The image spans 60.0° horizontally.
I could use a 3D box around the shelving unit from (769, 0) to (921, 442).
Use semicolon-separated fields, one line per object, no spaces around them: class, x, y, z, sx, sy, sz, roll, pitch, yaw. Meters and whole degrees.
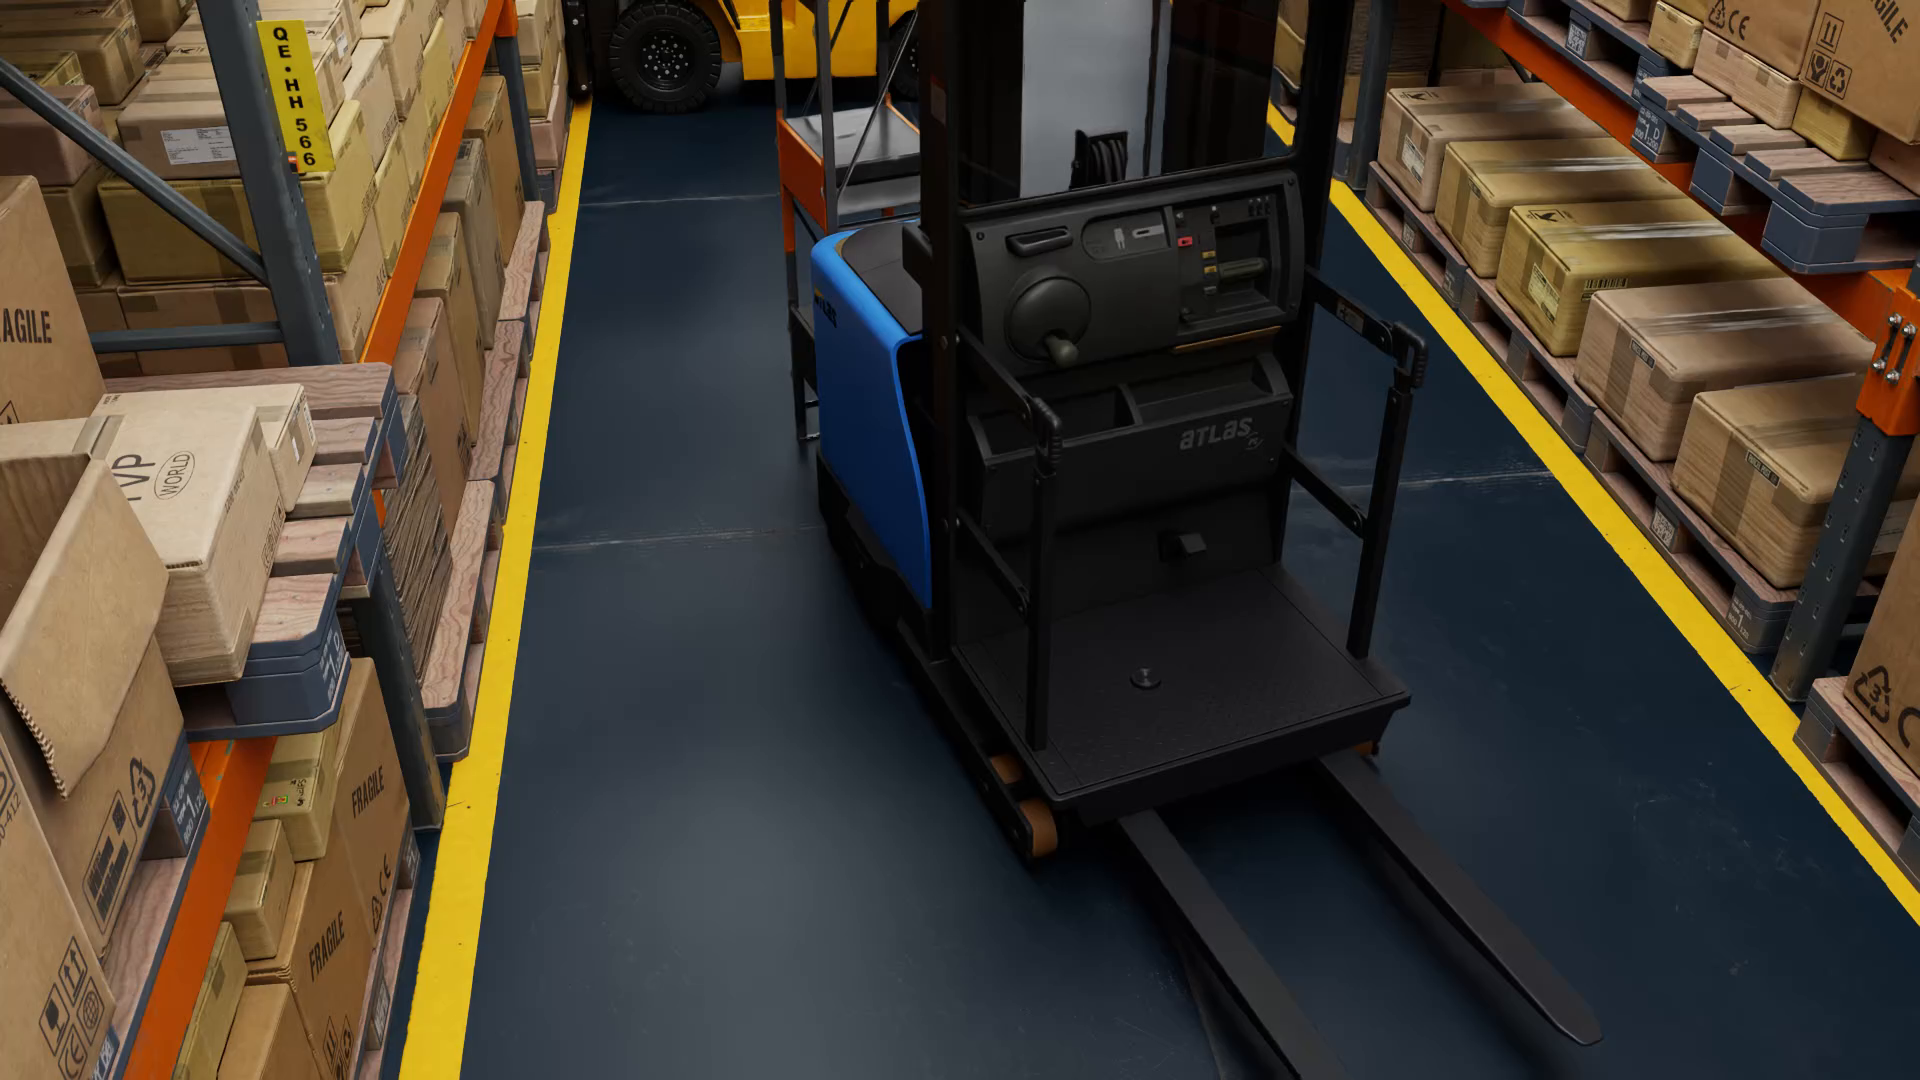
shelving unit;-0.335;-1.161;5.589;0.431;2.100;0.503;-13;36;-19

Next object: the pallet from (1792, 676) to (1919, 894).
pallet;3.019;0.785;4.411;1.003;0.211;1.213;-4;35;-6

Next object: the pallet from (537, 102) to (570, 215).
pallet;-2.534;-1.962;8.441;1.003;0.211;1.213;-4;35;-6

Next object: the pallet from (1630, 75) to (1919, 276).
pallet;2.786;-1.123;4.905;1.213;0.211;1.003;-4;35;-6

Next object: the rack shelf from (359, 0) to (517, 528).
rack shelf;-2.199;-1.254;5.565;1.077;0.370;4.000;-4;35;-6

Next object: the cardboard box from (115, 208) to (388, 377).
cardboard box;-1.748;-0.639;4.157;0.500;0.250;0.500;-4;35;-6

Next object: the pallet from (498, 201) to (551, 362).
pallet;-2.330;-1.107;7.186;1.003;0.211;1.213;-4;35;-6

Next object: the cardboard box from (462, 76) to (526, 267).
cardboard box;-2.387;-1.569;7.124;0.875;0.625;0.625;-3;34;-4

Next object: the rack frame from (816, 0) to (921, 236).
rack frame;-0.241;-1.034;5.403;0.400;2.100;0.015;-13;36;-19

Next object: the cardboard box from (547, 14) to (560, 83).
cardboard box;-2.297;-2.485;8.358;0.500;0.250;0.500;-5;35;-7

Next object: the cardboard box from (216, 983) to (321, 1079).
cardboard box;-1.530;1.216;3.149;0.500;0.500;0.500;-3;34;-4

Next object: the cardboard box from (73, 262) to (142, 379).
cardboard box;-2.244;-0.604;4.106;0.500;0.250;0.500;-5;35;-7

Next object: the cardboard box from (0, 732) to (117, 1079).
cardboard box;-1.411;0.569;1.790;0.700;0.500;0.500;-5;35;-7

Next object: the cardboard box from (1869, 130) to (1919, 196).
cardboard box;2.711;-1.048;4.474;0.380;0.149;0.250;-3;34;-5

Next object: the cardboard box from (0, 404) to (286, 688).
cardboard box;-1.468;0.018;2.821;0.500;0.250;0.500;-6;35;-9

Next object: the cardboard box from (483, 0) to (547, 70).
cardboard box;-2.222;-2.411;7.805;0.500;0.250;0.500;-5;35;-7

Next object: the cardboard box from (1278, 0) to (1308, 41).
cardboard box;2.034;-2.986;8.870;0.500;0.500;0.500;-4;34;-6

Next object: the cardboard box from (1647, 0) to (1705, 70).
cardboard box;2.448;-1.623;5.318;0.380;0.149;0.250;-4;34;-6

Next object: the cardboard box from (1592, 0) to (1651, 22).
cardboard box;2.424;-1.906;5.734;0.380;0.149;0.250;-5;35;-8

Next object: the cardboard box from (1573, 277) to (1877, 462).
cardboard box;2.815;-0.628;5.968;0.950;0.372;0.625;-5;35;-7

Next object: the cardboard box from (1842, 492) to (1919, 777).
cardboard box;2.998;0.283;4.185;0.875;0.875;0.875;-5;35;-7

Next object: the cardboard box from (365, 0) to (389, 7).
cardboard box;-1.865;-1.664;4.863;0.380;0.149;0.250;-4;34;-5

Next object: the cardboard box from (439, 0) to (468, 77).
cardboard box;-2.032;-1.784;5.838;0.500;0.250;0.500;-4;34;-6

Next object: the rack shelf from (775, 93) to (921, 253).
rack shelf;-0.335;-1.149;5.596;0.431;0.518;0.480;-13;36;-19

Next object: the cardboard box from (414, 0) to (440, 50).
cardboard box;-1.960;-1.702;5.273;0.500;0.250;0.500;-4;34;-6

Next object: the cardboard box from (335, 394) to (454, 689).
cardboard box;-2.001;0.024;4.787;0.875;0.625;0.625;-3;34;-5

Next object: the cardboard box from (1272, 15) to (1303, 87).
cardboard box;2.022;-2.688;9.100;0.500;0.250;0.500;-5;35;-8

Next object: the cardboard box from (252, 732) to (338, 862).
cardboard box;-1.545;0.563;3.531;0.380;0.149;0.250;-6;35;-9

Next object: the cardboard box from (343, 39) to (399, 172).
cardboard box;-1.814;-1.125;4.427;0.500;0.250;0.500;-3;34;-5

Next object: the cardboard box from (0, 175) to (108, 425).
cardboard box;-2.016;-0.351;3.139;0.500;0.500;0.500;-3;34;-4

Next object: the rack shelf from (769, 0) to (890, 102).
rack shelf;-0.335;-1.728;5.202;0.431;0.518;0.480;-13;36;-19

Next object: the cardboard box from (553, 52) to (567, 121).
cardboard box;-2.289;-2.282;8.503;0.500;0.250;0.500;-5;35;-7

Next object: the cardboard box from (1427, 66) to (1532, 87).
cardboard box;2.638;-2.432;8.724;0.500;0.250;0.500;-6;35;-9

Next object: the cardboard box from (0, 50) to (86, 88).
cardboard box;-2.320;-1.048;3.960;0.380;0.149;0.250;-4;34;-5

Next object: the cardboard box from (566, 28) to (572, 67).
cardboard box;-2.422;-2.852;9.340;0.500;0.250;0.500;-3;34;-5

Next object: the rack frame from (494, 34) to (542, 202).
rack frame;-2.468;-2.667;7.000;1.000;3.000;0.127;-4;35;-6

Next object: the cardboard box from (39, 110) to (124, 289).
cardboard box;-2.266;-0.809;3.963;0.500;0.250;0.500;-4;34;-5

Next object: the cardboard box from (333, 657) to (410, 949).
cardboard box;-1.660;0.644;3.988;0.500;0.500;0.500;-3;34;-5

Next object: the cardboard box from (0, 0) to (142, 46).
cardboard box;-2.397;-1.329;4.372;0.380;0.149;0.250;-5;35;-7

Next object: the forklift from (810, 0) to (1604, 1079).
forklift;0.549;-0.626;4.066;1.130;2.935;3.031;-13;36;-19

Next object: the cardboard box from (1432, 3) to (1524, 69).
cardboard box;2.638;-2.742;8.513;0.500;0.500;0.500;-3;34;-4

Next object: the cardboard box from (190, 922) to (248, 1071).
cardboard box;-1.563;0.864;3.089;0.380;0.149;0.250;-3;34;-5

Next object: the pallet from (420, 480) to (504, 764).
pallet;-2.002;0.255;5.188;1.003;0.211;1.213;-4;35;-6

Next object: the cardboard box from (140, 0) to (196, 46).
cardboard box;-2.401;-1.374;4.792;0.500;0.250;0.500;-5;35;-7

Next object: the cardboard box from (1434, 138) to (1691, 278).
cardboard box;2.623;-1.439;7.159;0.950;0.372;0.625;-2;34;-3

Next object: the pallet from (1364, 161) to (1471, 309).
pallet;2.556;-1.458;7.703;1.003;0.211;1.213;-4;35;-6

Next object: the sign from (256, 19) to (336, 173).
sign;-1.394;-0.927;3.489;0.100;0.325;0.005;-4;35;-6

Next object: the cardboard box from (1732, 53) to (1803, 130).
cardboard box;2.525;-1.329;4.887;0.380;0.149;0.250;-5;35;-7

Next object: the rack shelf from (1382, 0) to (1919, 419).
rack shelf;2.719;-1.632;6.120;1.077;0.370;4.000;-4;35;-6

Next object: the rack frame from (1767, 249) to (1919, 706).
rack frame;2.988;-0.813;4.279;1.000;3.000;0.127;-4;35;-6

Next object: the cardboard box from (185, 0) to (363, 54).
cardboard box;-1.826;-1.380;4.446;0.380;0.149;0.250;-4;34;-6

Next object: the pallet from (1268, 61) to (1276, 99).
pallet;2.157;-2.947;9.887;1.003;0.211;1.213;-4;35;-6

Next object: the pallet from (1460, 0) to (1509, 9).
pallet;2.409;-2.528;6.967;1.003;0.211;1.213;-4;35;-6

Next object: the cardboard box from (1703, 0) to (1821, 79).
cardboard box;2.571;-1.671;4.813;0.500;0.500;0.500;-5;35;-7

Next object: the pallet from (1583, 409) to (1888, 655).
pallet;2.884;-0.097;5.705;1.003;0.211;1.213;-4;35;-6

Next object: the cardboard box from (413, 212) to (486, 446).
cardboard box;-2.187;-0.716;5.873;0.875;0.625;0.625;-6;35;-8

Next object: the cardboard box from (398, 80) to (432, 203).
cardboard box;-1.887;-1.207;4.991;0.500;0.250;0.500;-5;35;-8

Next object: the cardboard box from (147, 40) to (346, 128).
cardboard box;-1.718;-1.093;4.026;0.380;0.149;0.250;-4;34;-5
